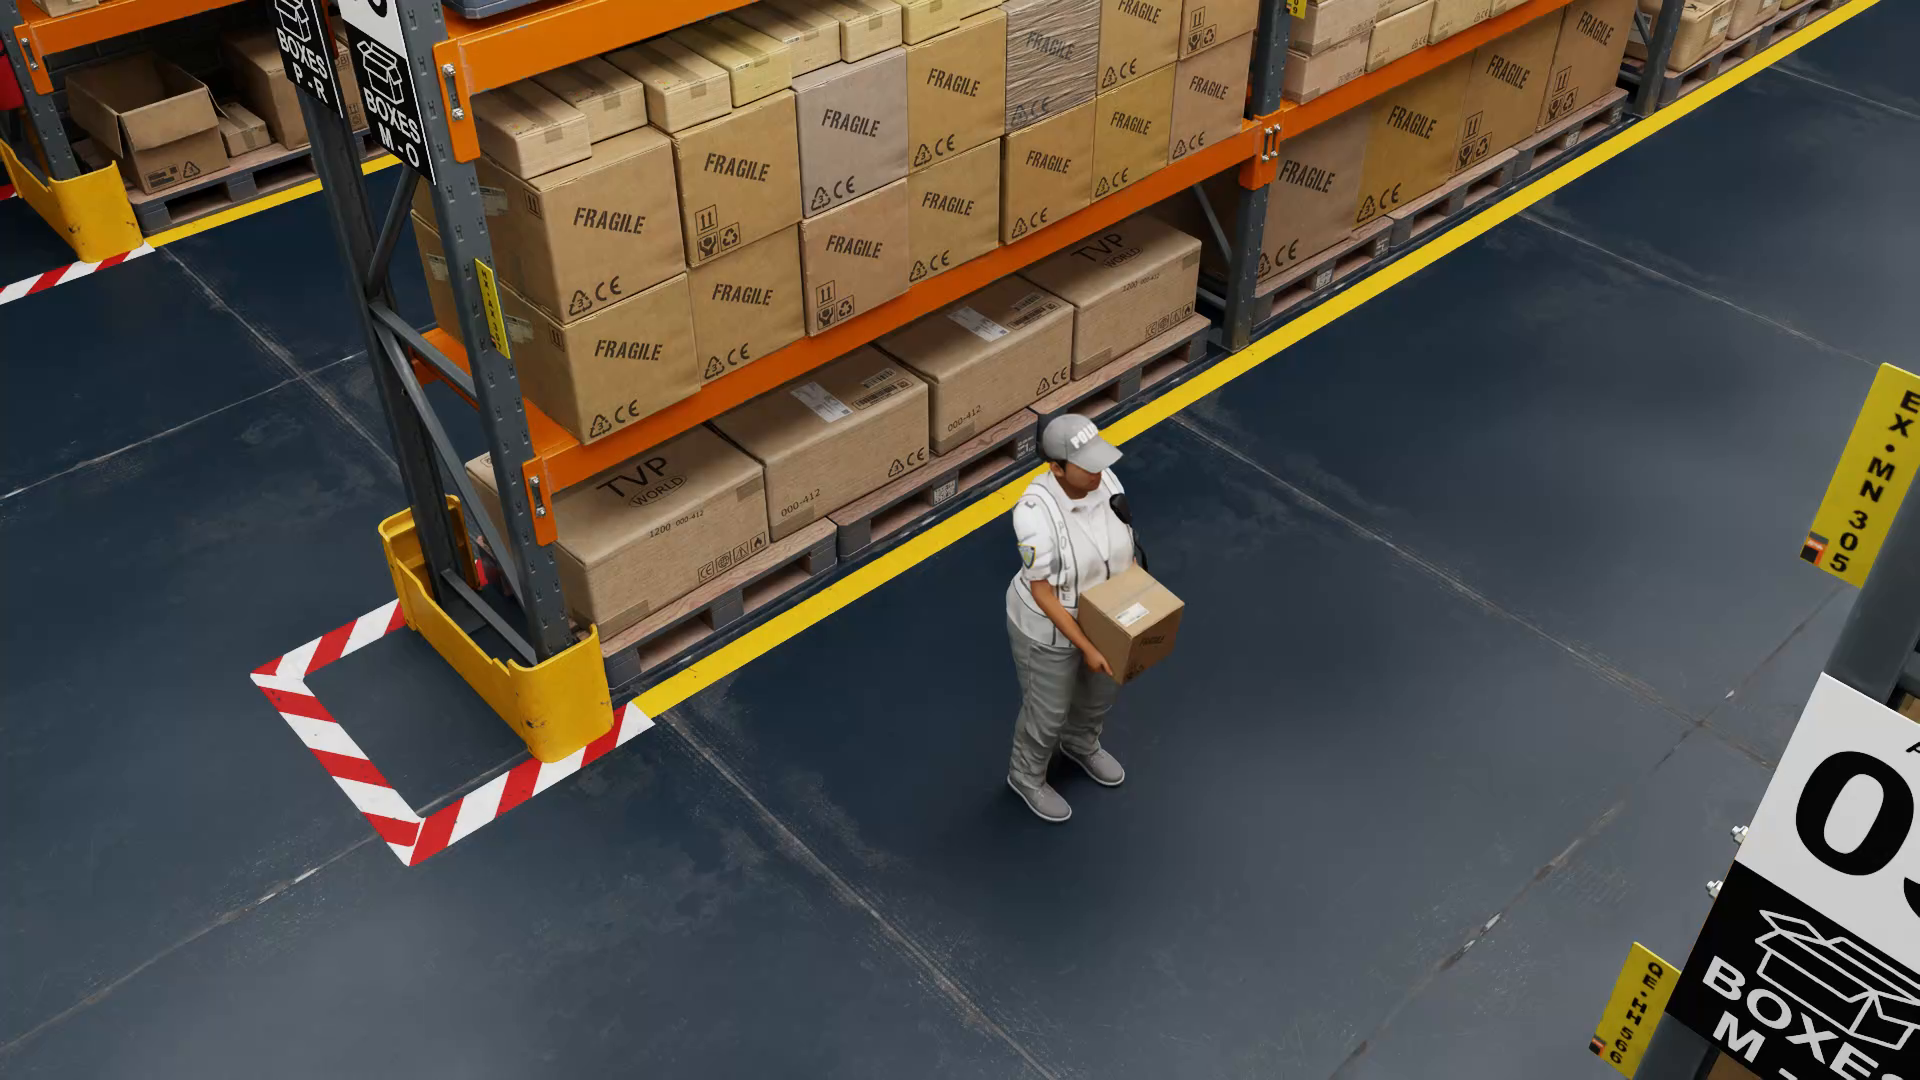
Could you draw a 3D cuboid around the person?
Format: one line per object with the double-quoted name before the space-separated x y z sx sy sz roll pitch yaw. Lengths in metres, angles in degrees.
"person" 0.436 0.309 5.796 0.455 1.656 0.535 -29 48 -30
